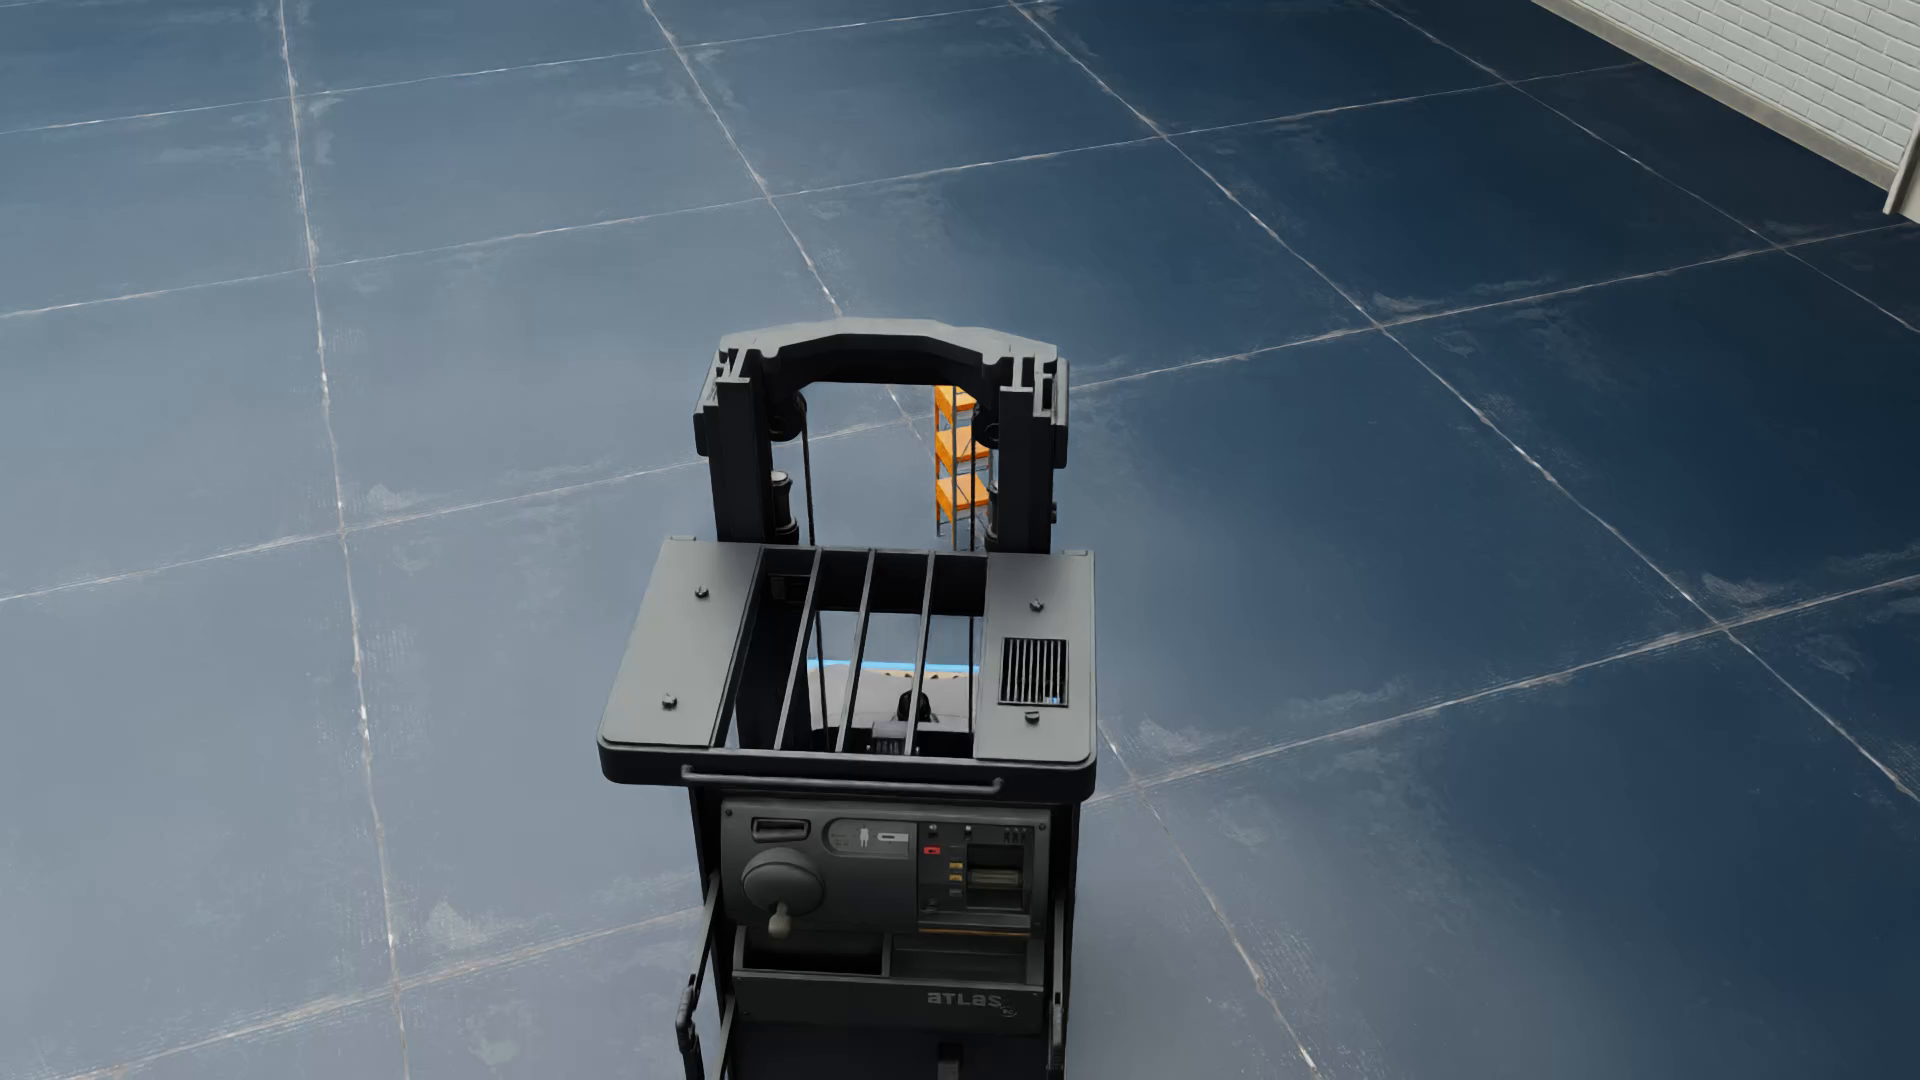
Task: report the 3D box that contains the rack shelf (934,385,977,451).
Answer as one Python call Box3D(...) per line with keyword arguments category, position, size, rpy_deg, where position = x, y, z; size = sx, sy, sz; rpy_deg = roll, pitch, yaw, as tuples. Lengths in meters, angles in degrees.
Box3D(category="rack shelf", position=(0.018, -0.607, 7.790), size=(0.215, 0.259, 0.240), rpy_deg=(-12, 39, -16))

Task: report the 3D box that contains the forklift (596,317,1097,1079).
Box3D(category="forklift", position=(-0.223, 1.009, 4.534), size=(1.130, 2.935, 3.031), rpy_deg=(2, 37, 3))

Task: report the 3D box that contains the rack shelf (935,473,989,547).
Box3D(category="rack shelf", position=(0.018, -0.159, 8.128), size=(0.215, 0.259, 0.240), rpy_deg=(-12, 39, -16))

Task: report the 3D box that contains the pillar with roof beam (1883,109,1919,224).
Box3D(category="pillar with roof beam", position=(2.417, -4.852, 7.272), size=(9.100, 9.000, 0.400), rpy_deg=(-12, 39, -16))

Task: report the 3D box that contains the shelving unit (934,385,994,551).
Box3D(category="shelving unit", position=(0.018, -0.389, 7.954), size=(0.215, 1.050, 0.252), rpy_deg=(-12, 39, -16))

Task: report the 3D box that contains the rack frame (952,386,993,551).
Box3D(category="rack frame", position=(0.060, -0.320, 7.863), size=(0.200, 1.050, 0.008), rpy_deg=(-12, 39, -16))

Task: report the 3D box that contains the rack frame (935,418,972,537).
Box3D(category="rack frame", position=(-0.024, -0.458, 8.046), size=(0.200, 1.050, 0.008), rpy_deg=(-12, 39, -16))

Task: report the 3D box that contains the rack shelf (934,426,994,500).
Box3D(category="rack shelf", position=(0.018, -0.381, 7.961), size=(0.215, 0.259, 0.240), rpy_deg=(-12, 39, -16))
